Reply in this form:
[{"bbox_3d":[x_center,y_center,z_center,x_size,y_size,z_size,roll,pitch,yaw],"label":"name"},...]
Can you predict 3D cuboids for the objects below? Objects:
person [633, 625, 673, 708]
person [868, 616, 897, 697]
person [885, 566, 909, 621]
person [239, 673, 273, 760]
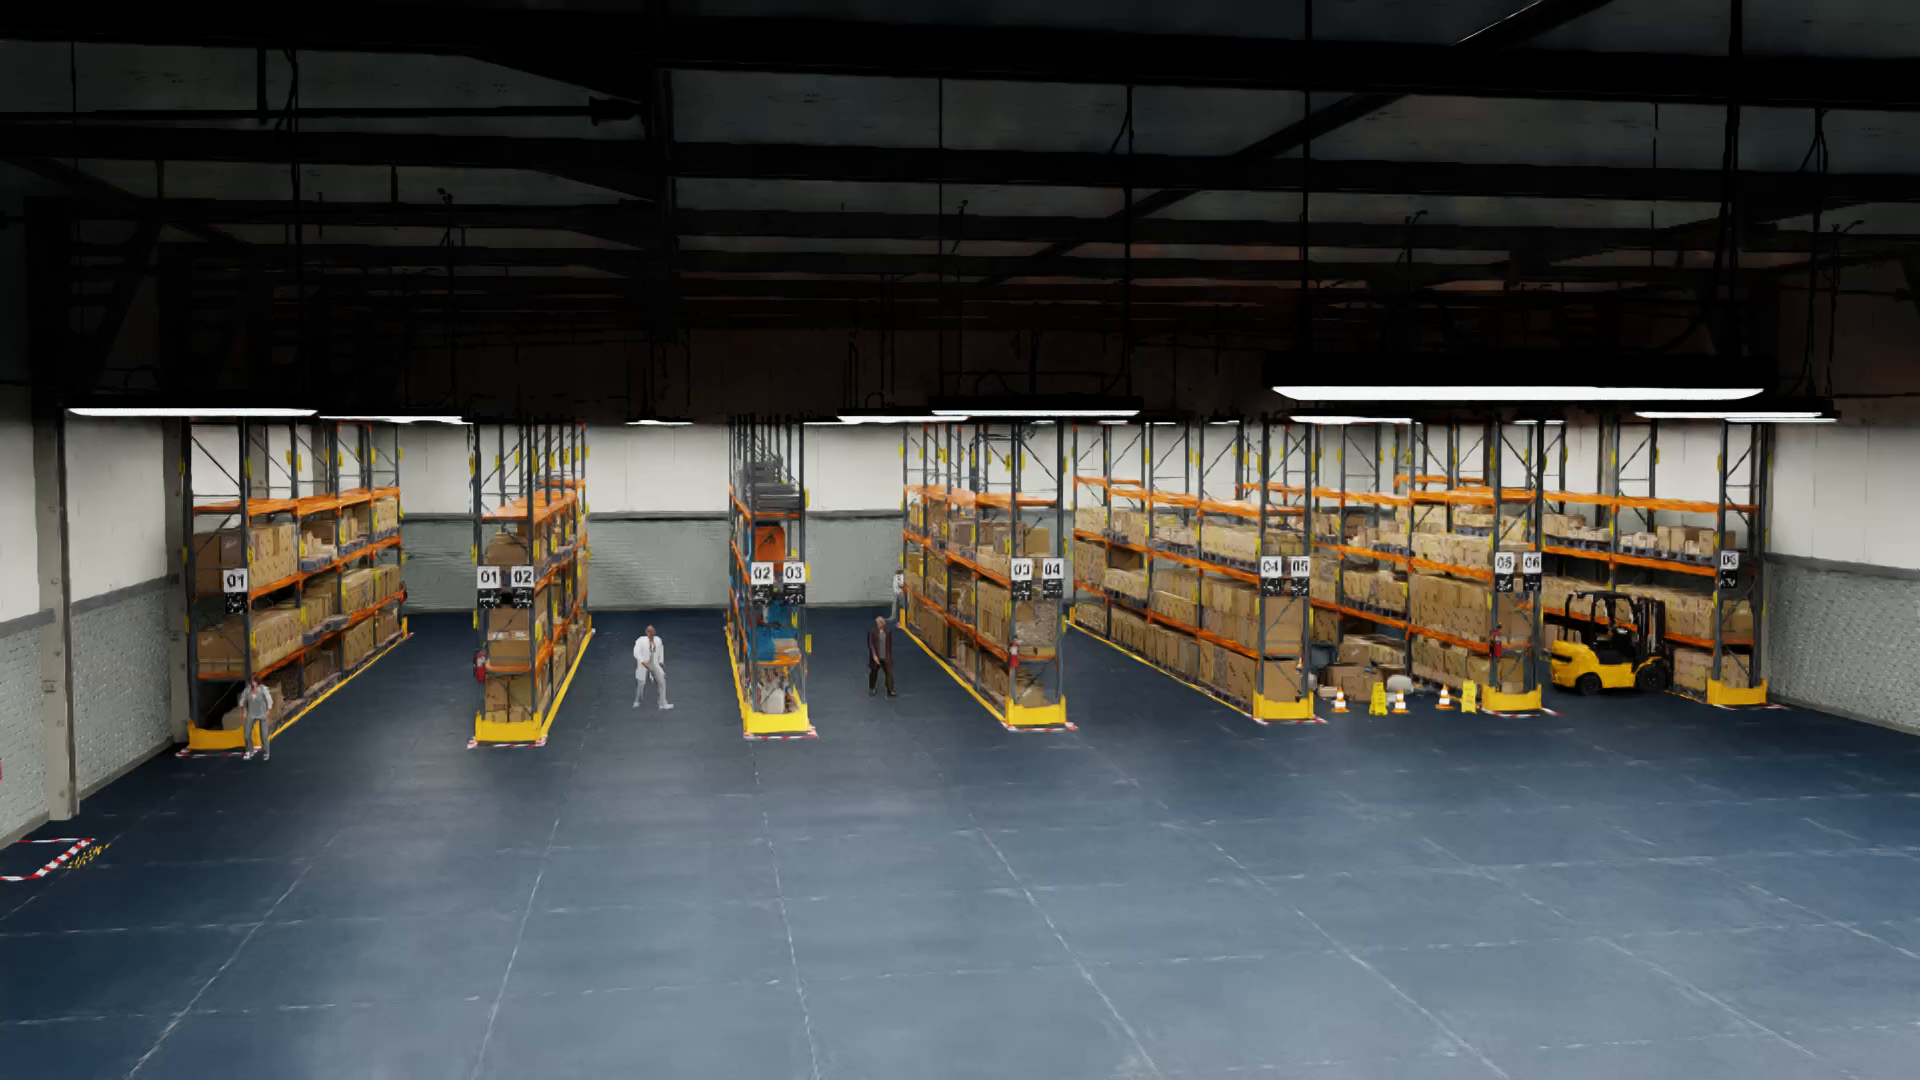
[{"bbox_3d":[-6.303,2.560,33.753,0.735,1.712,0.905,-2,4,-26],"label":"person"},{"bbox_3d":[-1.688,2.453,35.231,0.577,1.716,1.103,-1,4,-18],"label":"person"},{"bbox_3d":[-1.791,1.570,48.795,0.578,1.644,0.680,3,5,42],"label":"person"},{"bbox_3d":[-12.064,3.028,28.509,0.566,1.525,0.519,-1,4,-11],"label":"person"}]
